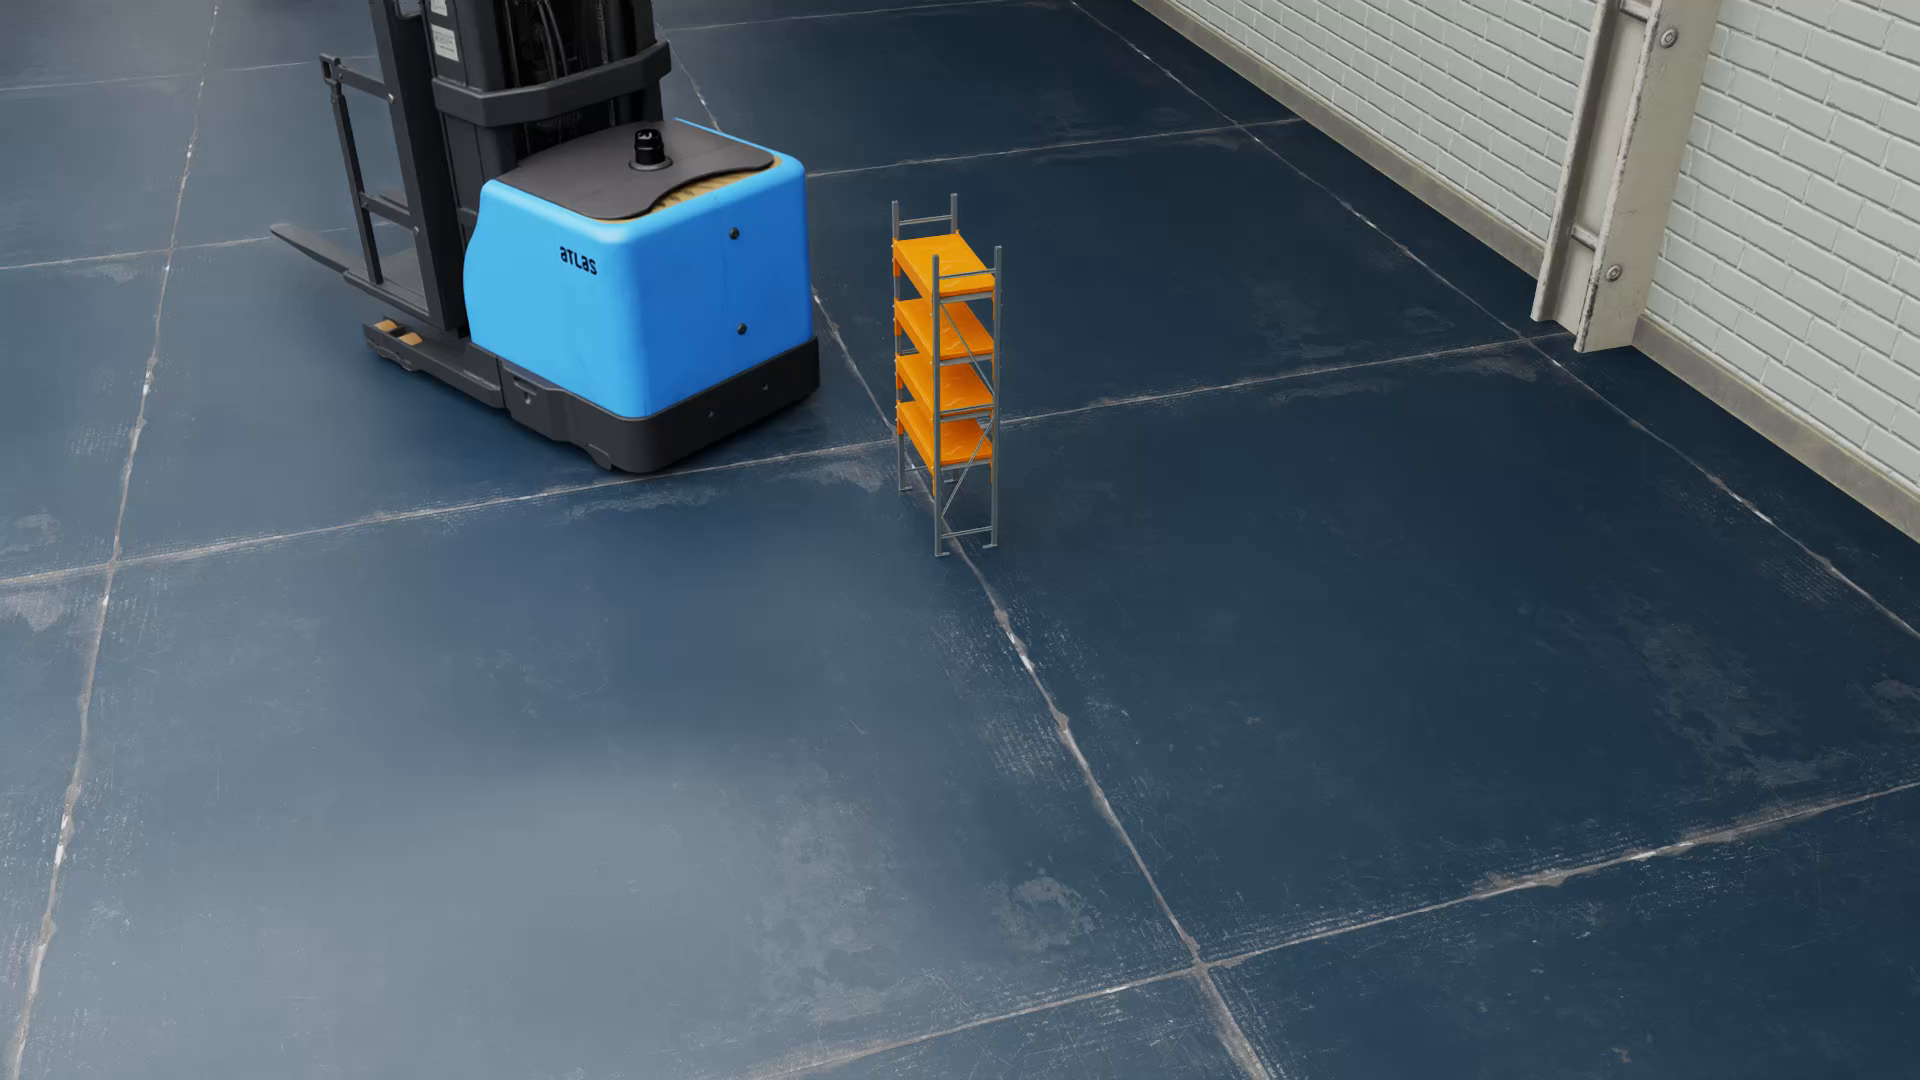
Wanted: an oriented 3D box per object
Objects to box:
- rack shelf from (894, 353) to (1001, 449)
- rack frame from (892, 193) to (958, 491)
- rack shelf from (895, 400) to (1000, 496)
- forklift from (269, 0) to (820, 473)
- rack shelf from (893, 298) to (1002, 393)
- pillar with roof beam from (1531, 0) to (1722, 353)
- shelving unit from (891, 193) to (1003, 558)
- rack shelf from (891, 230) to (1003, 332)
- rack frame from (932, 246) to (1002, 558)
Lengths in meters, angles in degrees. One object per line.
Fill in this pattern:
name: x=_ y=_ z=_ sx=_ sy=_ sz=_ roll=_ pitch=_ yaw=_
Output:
rack shelf: x=-0.051 y=-0.531 z=6.088 sx=0.258 sy=0.148 sz=0.480 roll=-10 pitch=35 yaw=-15
rack frame: x=-0.125 y=-0.716 z=6.245 sx=0.240 sy=1.200 sz=0.015 roll=-10 pitch=35 yaw=-15
rack shelf: x=-0.051 y=-0.366 z=6.197 sx=0.258 sy=0.148 sz=0.480 roll=-10 pitch=35 yaw=-15
forklift: x=-2.041 y=-2.167 z=6.871 sx=3.031 sy=2.935 sz=1.130 roll=26 pitch=41 yaw=33
rack shelf: x=-0.051 y=-0.718 z=5.964 sx=0.258 sy=0.148 sz=0.480 roll=-10 pitch=35 yaw=-15
pillar with roof beam: x=-1.205 y=-4.007 z=4.152 sx=9.100 sy=9.000 sz=0.400 roll=-10 pitch=35 yaw=-15
shelving unit: x=-0.051 y=-0.587 z=6.051 sx=0.258 sy=1.200 sz=0.503 roll=-10 pitch=35 yaw=-15
rack shelf: x=-0.051 y=-0.915 z=5.834 sx=0.258 sy=0.148 sz=0.480 roll=-10 pitch=35 yaw=-15
rack frame: x=0.024 y=-0.459 z=5.857 sx=0.240 sy=1.200 sz=0.015 roll=-10 pitch=35 yaw=-15
